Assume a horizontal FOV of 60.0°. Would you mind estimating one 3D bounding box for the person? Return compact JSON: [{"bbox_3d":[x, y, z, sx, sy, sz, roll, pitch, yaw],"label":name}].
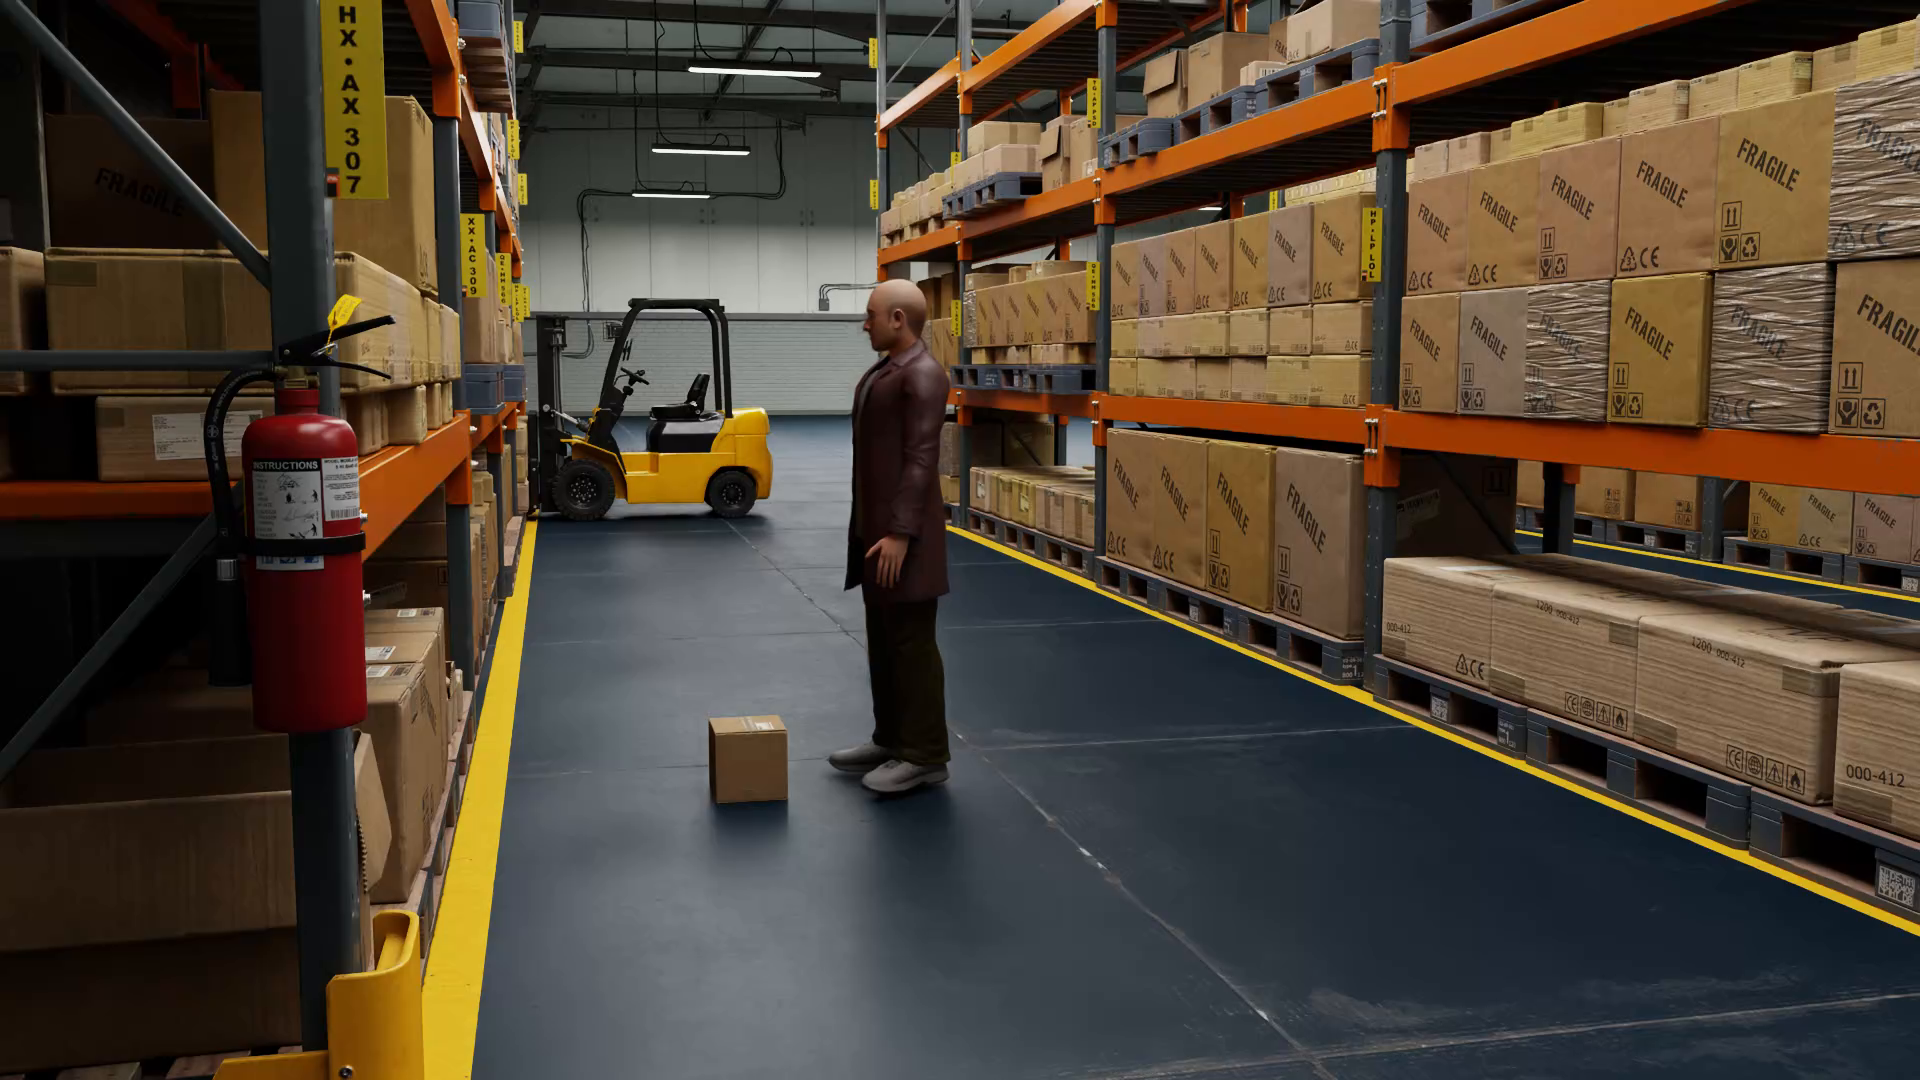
[{"bbox_3d":[-0.237,-0.023,5.890,0.373,1.783,0.601,-2,6,-19],"label":"person"}]
